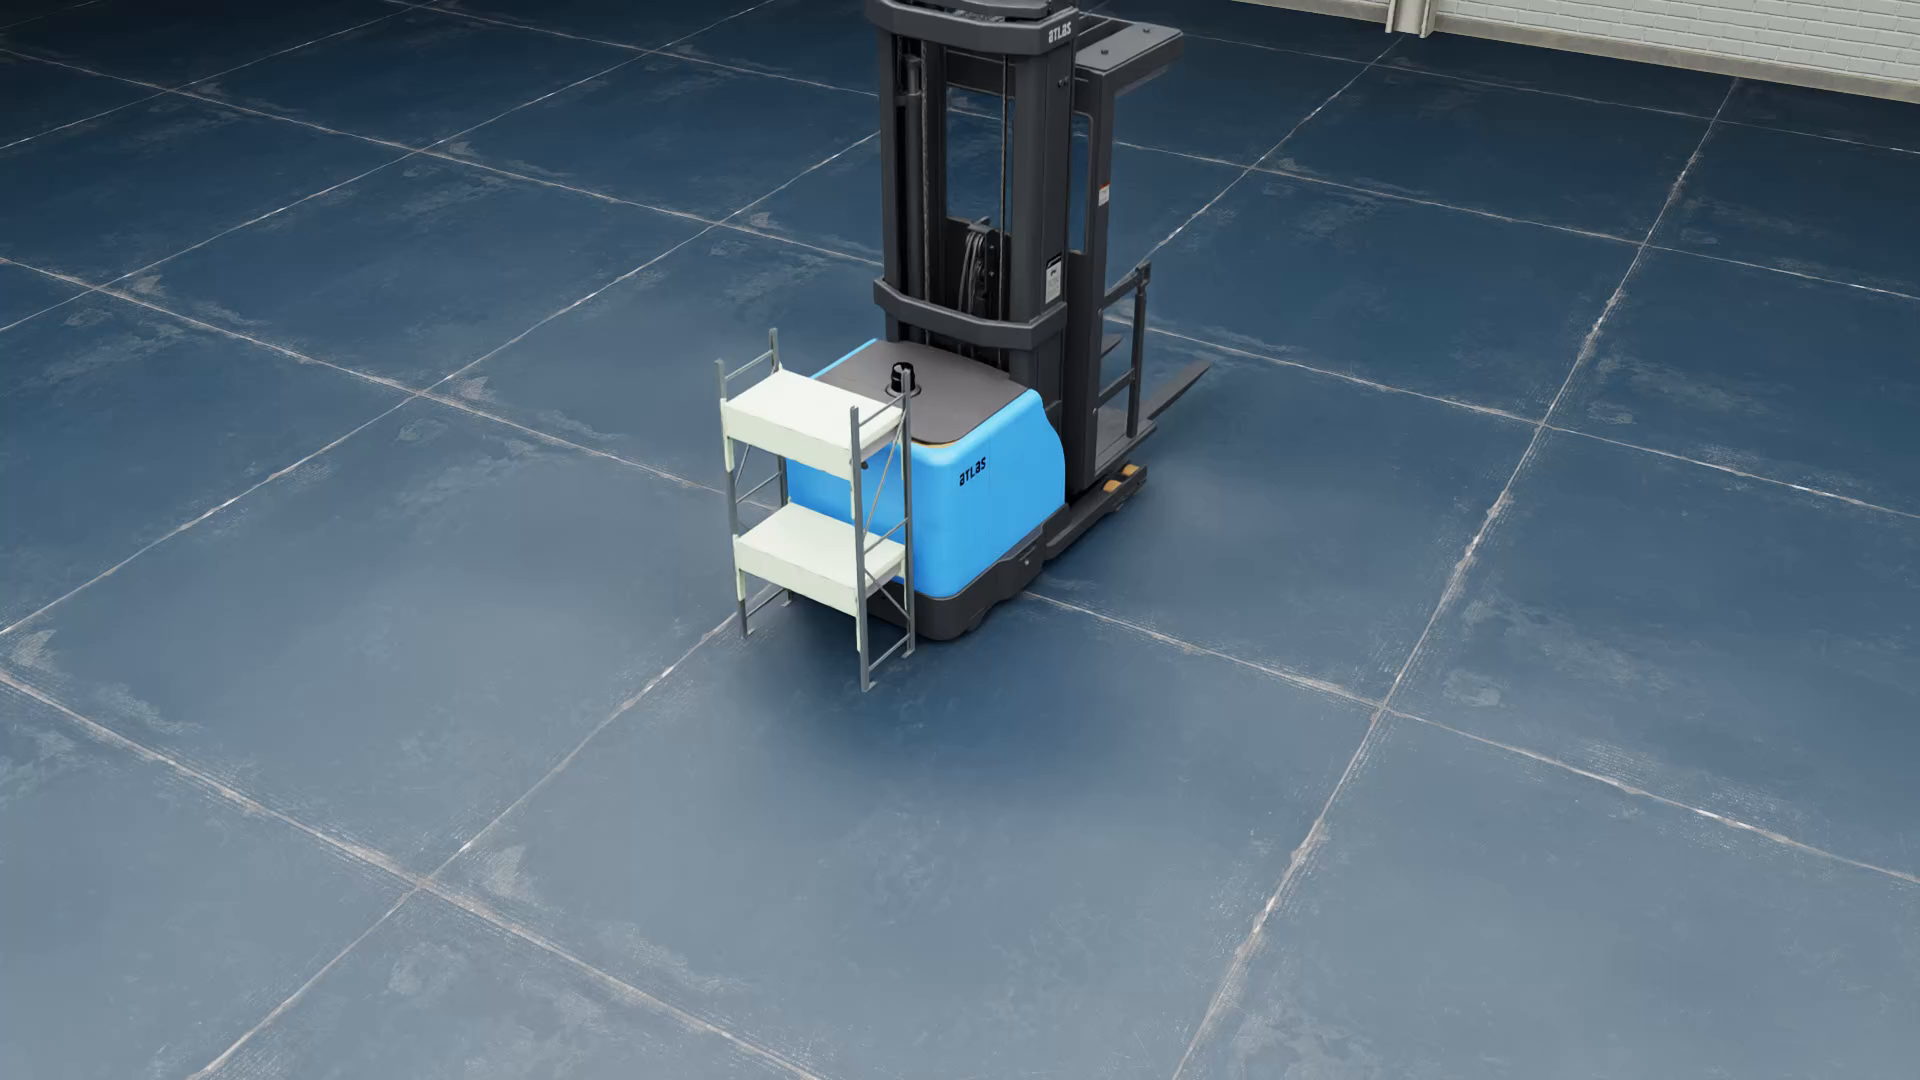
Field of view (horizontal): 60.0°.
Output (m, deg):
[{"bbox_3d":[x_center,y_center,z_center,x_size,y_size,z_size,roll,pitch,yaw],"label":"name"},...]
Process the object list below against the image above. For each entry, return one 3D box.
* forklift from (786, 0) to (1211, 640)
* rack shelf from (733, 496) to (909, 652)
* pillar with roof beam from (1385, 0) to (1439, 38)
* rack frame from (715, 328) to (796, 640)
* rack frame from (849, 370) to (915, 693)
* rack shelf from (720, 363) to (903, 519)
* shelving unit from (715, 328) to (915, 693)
[{"bbox_3d":[0.368,-1.515,8.381,1.130,2.935,3.031,21,39,28],"label":"forklift"},{"bbox_3d":[-0.639,0.148,7.762,0.720,0.370,0.431,21,39,28],"label":"rack shelf"},{"bbox_3d":[2.244,-6.634,10.594,0.400,9.000,9.100,18,37,24],"label":"pillar with roof beam"},{"bbox_3d":[-0.942,-0.237,7.752,0.023,1.500,0.400,21,39,28],"label":"rack frame"},{"bbox_3d":[-0.336,-0.009,7.411,0.023,1.500,0.400,21,39,28],"label":"rack frame"},{"bbox_3d":[-0.639,-0.448,7.365,0.720,0.370,0.431,21,39,28],"label":"rack shelf"},{"bbox_3d":[-0.639,-0.123,7.582,0.755,1.500,0.431,21,39,28],"label":"shelving unit"}]
